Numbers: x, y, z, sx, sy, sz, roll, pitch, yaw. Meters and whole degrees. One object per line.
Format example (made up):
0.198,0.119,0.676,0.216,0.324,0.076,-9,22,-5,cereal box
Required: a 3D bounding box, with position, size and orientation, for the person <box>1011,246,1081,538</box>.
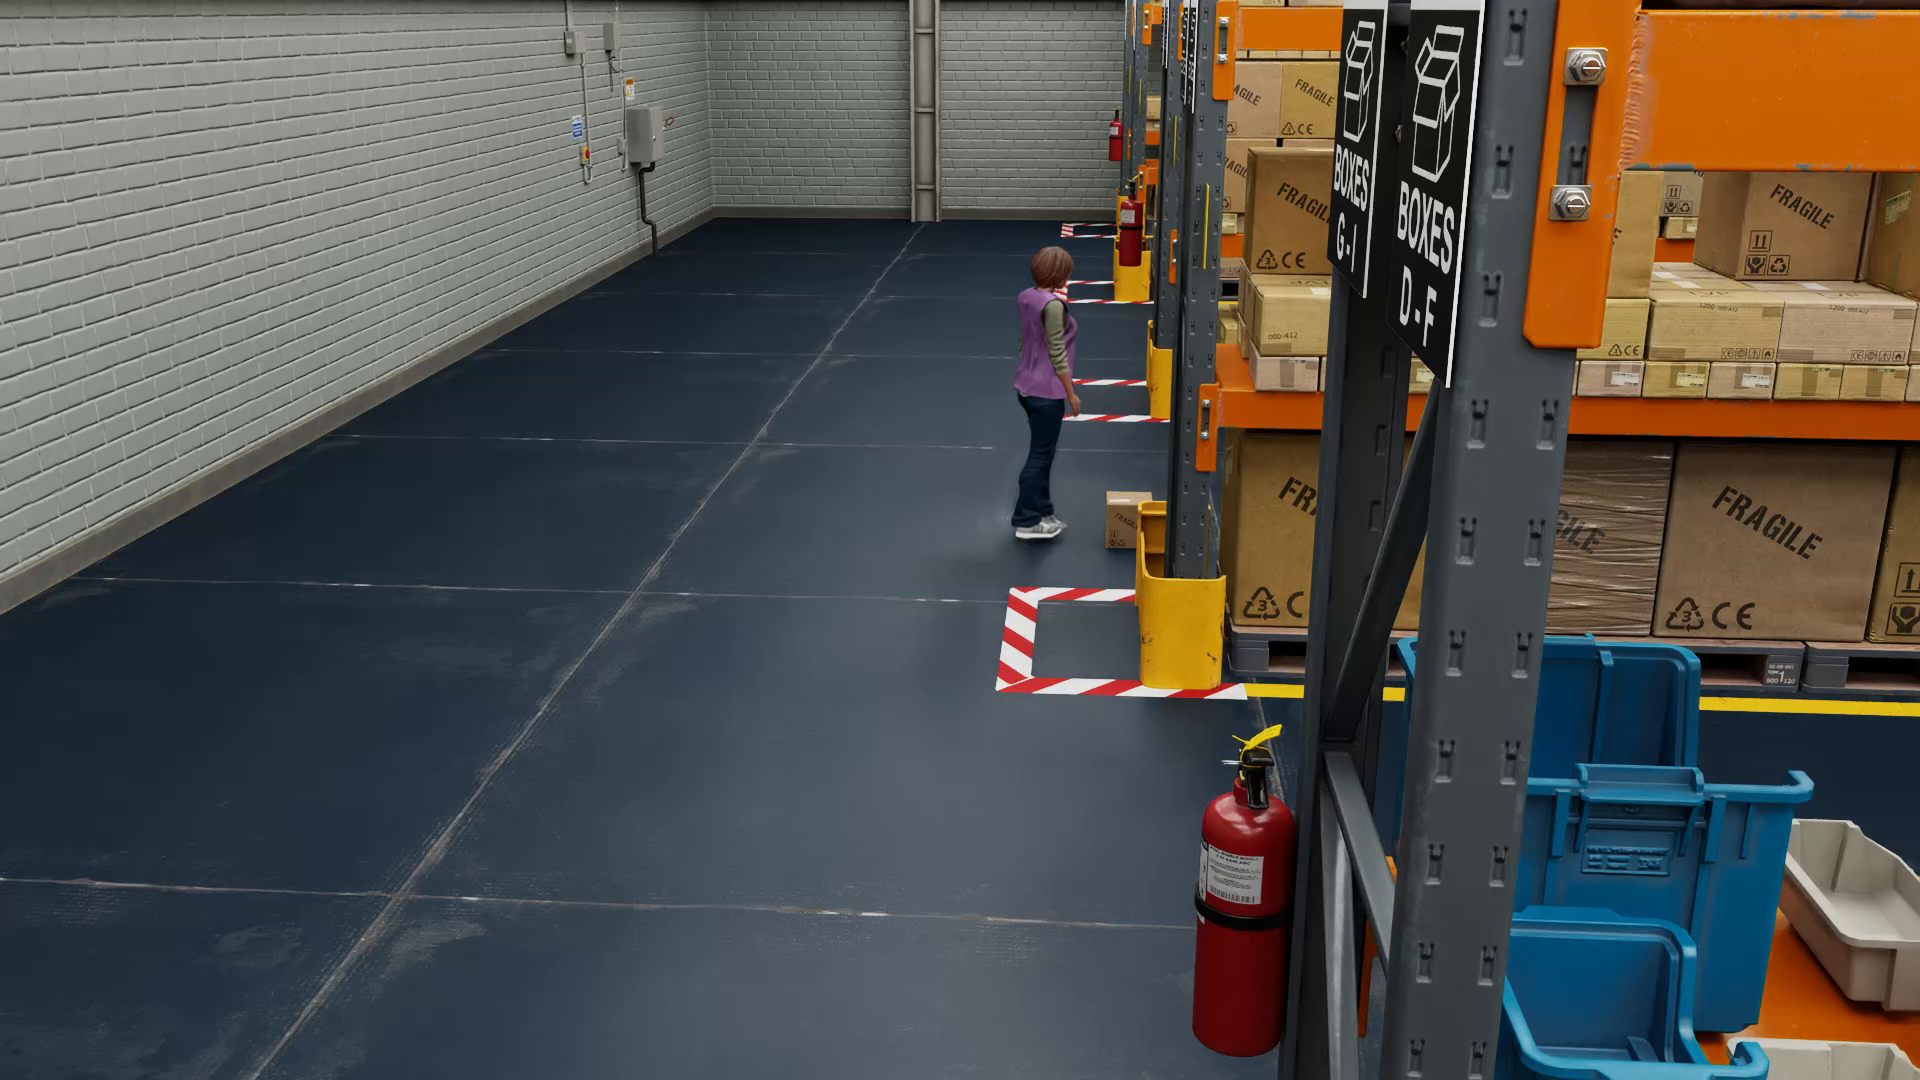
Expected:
0.466,-0.763,8.960,0.414,1.639,0.434,-6,19,-19,person
